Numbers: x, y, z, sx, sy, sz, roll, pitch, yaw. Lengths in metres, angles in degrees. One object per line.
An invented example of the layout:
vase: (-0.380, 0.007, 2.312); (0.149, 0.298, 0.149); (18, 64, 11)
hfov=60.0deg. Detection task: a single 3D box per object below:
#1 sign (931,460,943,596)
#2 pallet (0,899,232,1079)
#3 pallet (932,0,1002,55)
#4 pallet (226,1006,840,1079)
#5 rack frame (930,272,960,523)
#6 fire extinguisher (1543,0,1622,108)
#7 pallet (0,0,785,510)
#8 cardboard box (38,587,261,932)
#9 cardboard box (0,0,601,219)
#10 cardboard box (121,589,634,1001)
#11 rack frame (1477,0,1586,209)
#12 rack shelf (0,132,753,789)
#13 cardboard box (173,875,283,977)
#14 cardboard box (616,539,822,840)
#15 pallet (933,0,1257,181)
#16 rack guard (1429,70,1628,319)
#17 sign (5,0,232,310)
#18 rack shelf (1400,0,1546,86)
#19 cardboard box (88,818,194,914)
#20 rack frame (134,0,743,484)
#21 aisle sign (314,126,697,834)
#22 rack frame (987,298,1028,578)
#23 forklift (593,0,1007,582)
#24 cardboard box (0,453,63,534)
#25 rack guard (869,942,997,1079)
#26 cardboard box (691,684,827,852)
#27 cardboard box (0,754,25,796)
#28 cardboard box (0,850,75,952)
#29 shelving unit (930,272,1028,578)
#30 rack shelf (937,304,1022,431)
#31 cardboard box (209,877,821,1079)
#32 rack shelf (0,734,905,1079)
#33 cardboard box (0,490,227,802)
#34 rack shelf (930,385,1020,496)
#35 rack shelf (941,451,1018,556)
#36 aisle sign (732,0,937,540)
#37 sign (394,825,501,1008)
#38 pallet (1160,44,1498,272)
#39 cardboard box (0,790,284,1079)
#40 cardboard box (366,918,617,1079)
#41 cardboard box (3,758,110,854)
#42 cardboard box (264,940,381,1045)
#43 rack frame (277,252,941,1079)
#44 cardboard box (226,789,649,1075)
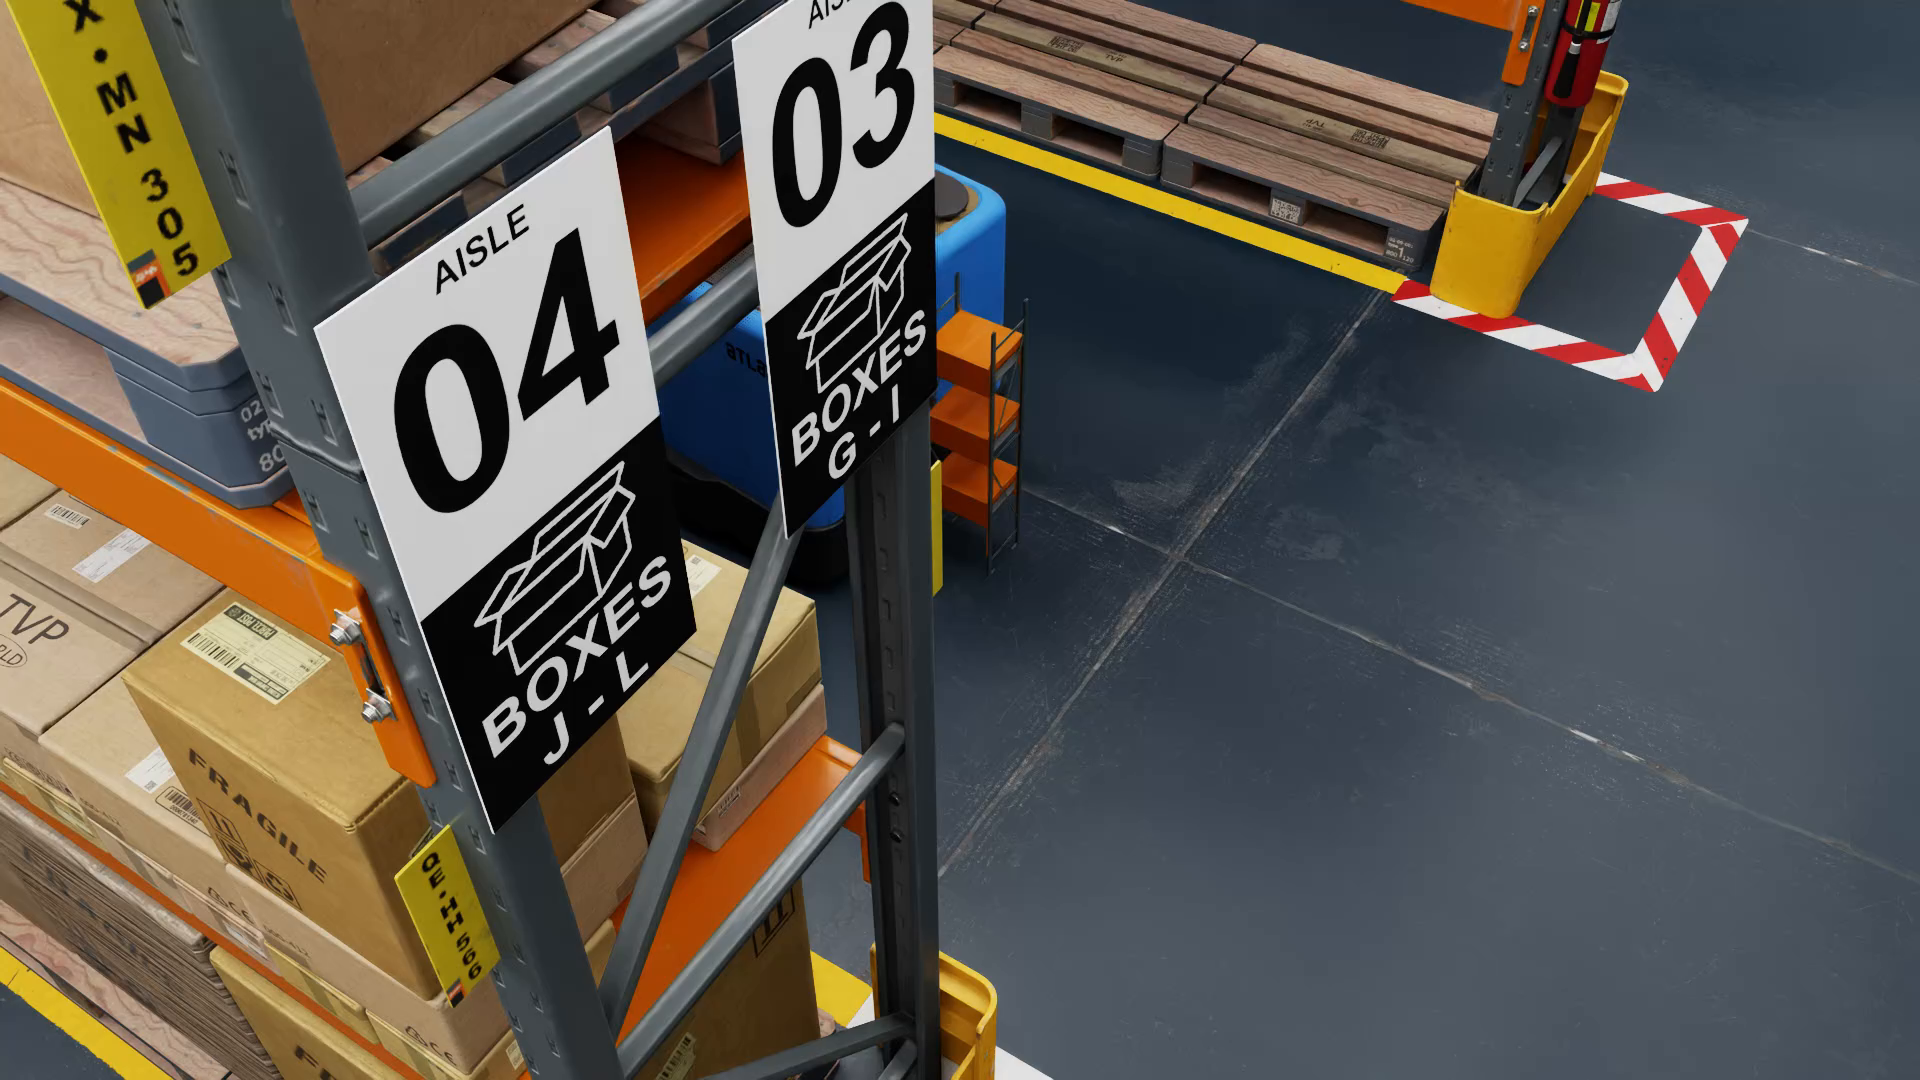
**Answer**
sign: (-0.062, 0.003, 2.997); (0.005, 0.325, 0.100); (25, 51, 22)
pallet: (-2.104, 0.901, 4.727); (1.213, 0.211, 1.003); (25, 51, 22)
pallet: (-0.419, -2.641, 8.169); (1.213, 0.211, 1.003); (25, 51, 22)
pallet: (-1.081, 1.374, 4.268); (1.213, 0.211, 1.003); (25, 51, 22)
rack frame: (-0.058, -0.392, 5.399); (0.008, 1.050, 0.200); (25, 51, 22)
fire extinguisher: (2.189, -1.836, 5.756); (0.183, 0.674, 0.296); (25, 51, 22)
pallet: (-0.996, -0.631, 2.242); (1.213, 0.211, 1.003); (25, 51, 22)
cardboard box: (-1.344, 0.389, 3.178); (0.500, 0.250, 0.500); (24, 50, 21)
cardboard box: (-0.833, -0.766, 1.879); (0.500, 0.500, 0.700); (22, 50, 20)
cardboard box: (-0.918, 0.322, 2.720); (0.500, 0.500, 0.500); (25, 51, 23)
rack frame: (2.308, -2.325, 5.918); (0.127, 3.000, 1.000); (25, 51, 22)
rack shelf: (-2.050, -0.904, 2.947); (4.000, 0.370, 1.077); (25, 51, 22)
cardboard box: (-1.275, 0.615, 3.236); (0.250, 0.149, 0.380); (25, 51, 22)
cardboard box: (-0.624, 0.264, 3.299); (0.500, 0.250, 0.500); (23, 50, 21)
pallet: (0.612, -2.169, 7.711); (1.213, 0.211, 1.003); (25, 51, 22)
rack guard: (2.335, -1.453, 6.813); (0.348, 0.500, 1.175); (25, 51, 22)
sign: (-0.671, -0.339, 1.335); (0.005, 0.325, 0.100); (25, 51, 22)
rack shelf: (0.624, -2.849, 6.928); (4.000, 0.370, 1.077); (25, 51, 22)
cardboard box: (-1.485, 0.518, 3.330); (0.250, 0.149, 0.380); (26, 51, 23)
rack frame: (-0.366, -1.426, 0.861); (0.127, 3.000, 1.000); (25, 51, 22)
aisle sign: (-0.468, -0.032, 1.877); (0.004, 0.787, 0.394); (25, 51, 22)
rack frame: (0.148, -0.298, 5.307); (0.008, 1.050, 0.200); (25, 51, 22)
forklift: (-1.298, -1.777, 5.433); (3.031, 2.935, 1.130); (30, 53, 26)
cardboard box: (-2.213, -0.007, 3.562); (0.500, 0.250, 0.500); (25, 51, 22)
rack guard: (-0.346, 1.545, 3.900); (0.348, 0.500, 1.175); (25, 51, 22)
cardboard box: (-0.487, 0.416, 3.430); (0.250, 0.149, 0.380); (25, 51, 23)
cardboard box: (-1.923, 0.319, 3.524); (0.250, 0.149, 0.380); (25, 51, 22)
cardboard box: (-2.463, 0.362, 4.495); (0.875, 0.875, 0.875); (25, 51, 22)
shelving unit: (0.045, -0.345, 5.353); (0.252, 1.050, 0.215); (25, 51, 22)
rack shelf: (0.045, -0.536, 5.157); (0.240, 0.259, 0.215); (25, 51, 22)
cardboard box: (-0.948, 1.059, 3.818); (0.875, 0.875, 0.875); (25, 51, 22)
rack shelf: (-2.050, 0.141, 4.023); (4.000, 0.370, 1.077); (25, 51, 22)
cardboard box: (-1.773, 0.192, 3.369); (0.500, 0.250, 0.500); (23, 50, 21)
rack shelf: (0.045, -0.338, 5.361); (0.240, 0.259, 0.215); (25, 51, 22)
rack shelf: (0.045, -0.144, 5.560); (0.240, 0.259, 0.215); (25, 51, 22)
aisle sign: (-0.144, -0.395, 2.229); (0.004, 0.787, 0.394); (25, 51, 22)
sign: (-0.671, 0.501, 2.199); (0.005, 0.325, 0.100); (25, 51, 22)
pallet: (1.635, -1.696, 7.251); (1.213, 0.211, 1.003); (25, 51, 22)
cardboard box: (-1.714, 0.707, 4.160); (0.875, 0.875, 0.875); (25, 51, 22)
cardboard box: (-0.844, 0.813, 3.043); (0.250, 0.149, 0.380); (26, 51, 23)
cardboard box: (-1.704, 0.419, 3.427); (0.250, 0.149, 0.380); (24, 50, 21)
cardboard box: (-1.063, 0.714, 3.140); (0.250, 0.149, 0.380); (25, 51, 22)
rack frame: (-0.366, 0.665, 3.013); (0.127, 3.000, 1.000); (25, 51, 22)
cardboard box: (-0.917, 0.586, 2.986); (0.500, 0.250, 0.500); (24, 50, 22)
